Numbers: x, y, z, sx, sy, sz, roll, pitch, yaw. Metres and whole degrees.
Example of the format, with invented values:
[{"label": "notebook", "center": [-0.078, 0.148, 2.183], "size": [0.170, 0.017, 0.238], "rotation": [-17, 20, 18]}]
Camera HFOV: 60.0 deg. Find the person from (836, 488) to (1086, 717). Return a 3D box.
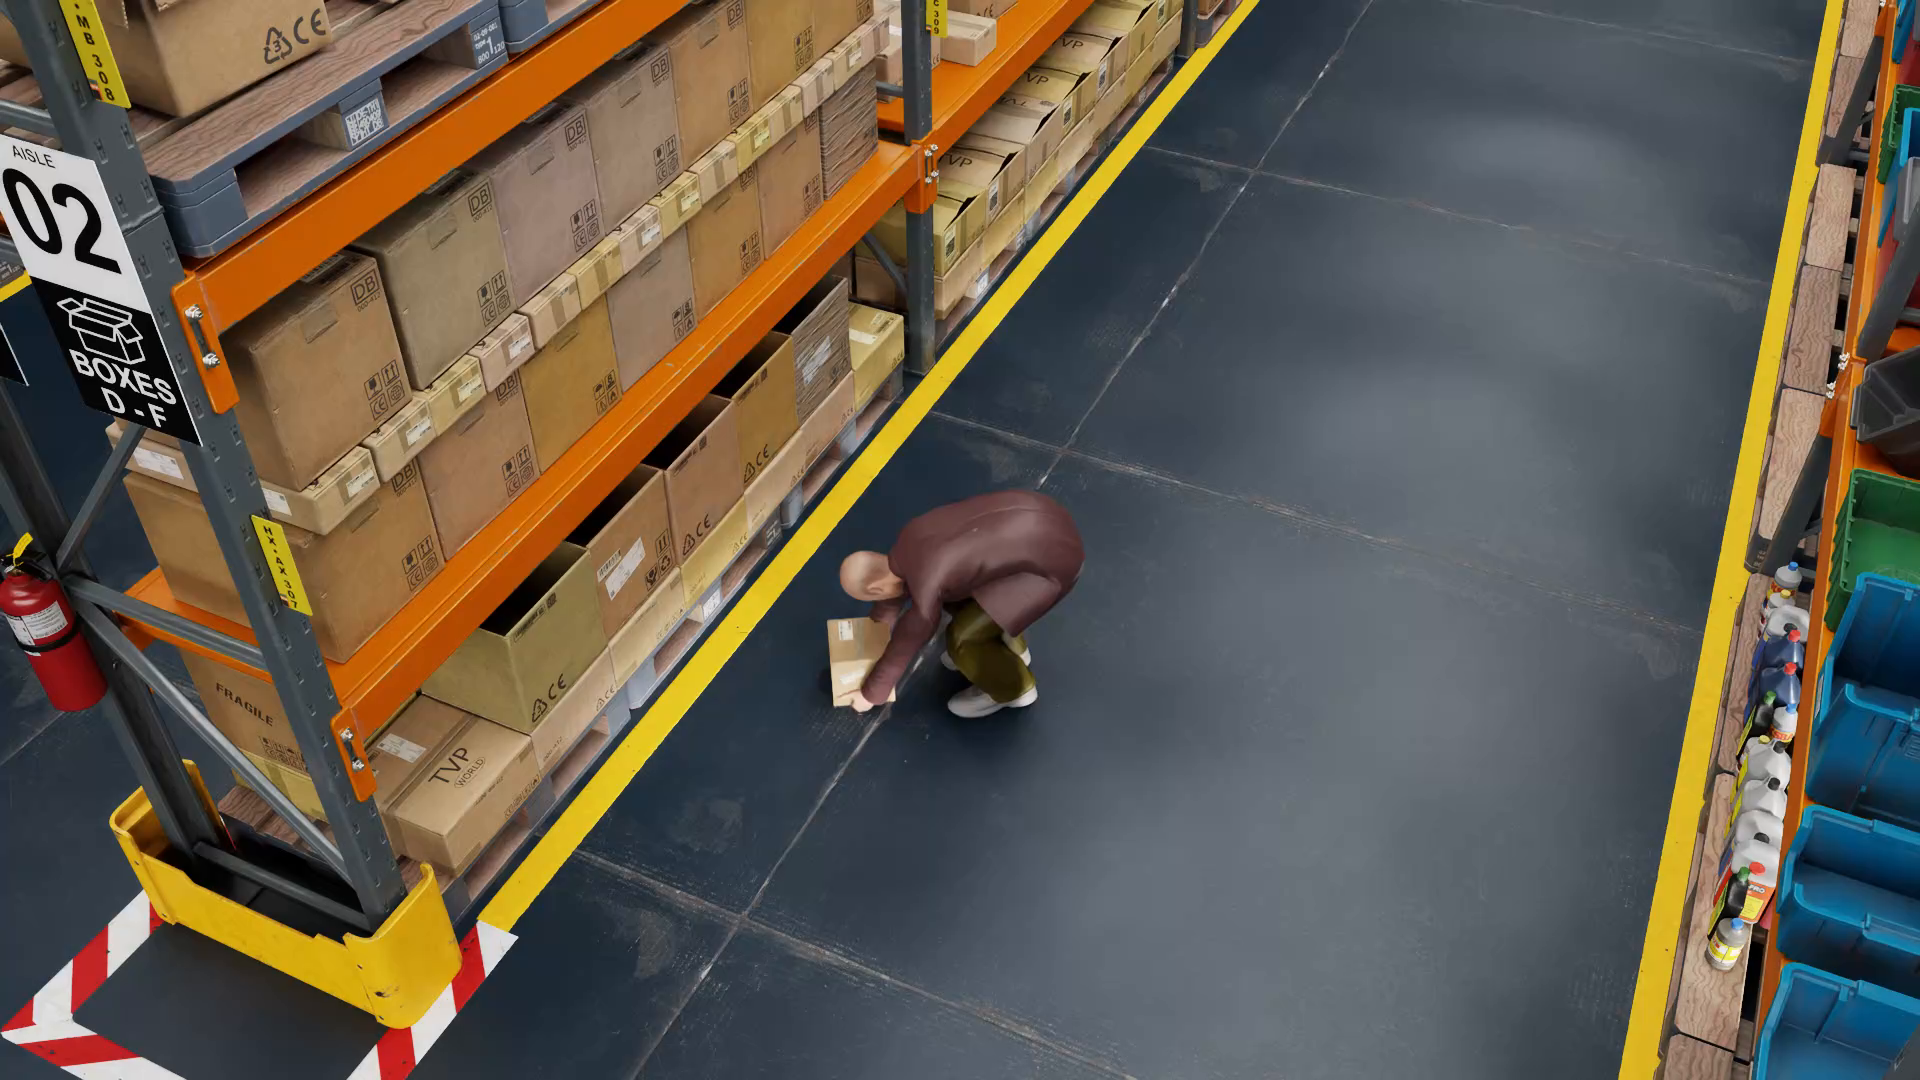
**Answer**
[{"label": "person", "center": [-0.014, 0.259, 6.517], "size": [0.996, 0.940, 0.584], "rotation": [-6, 42, -7]}]
